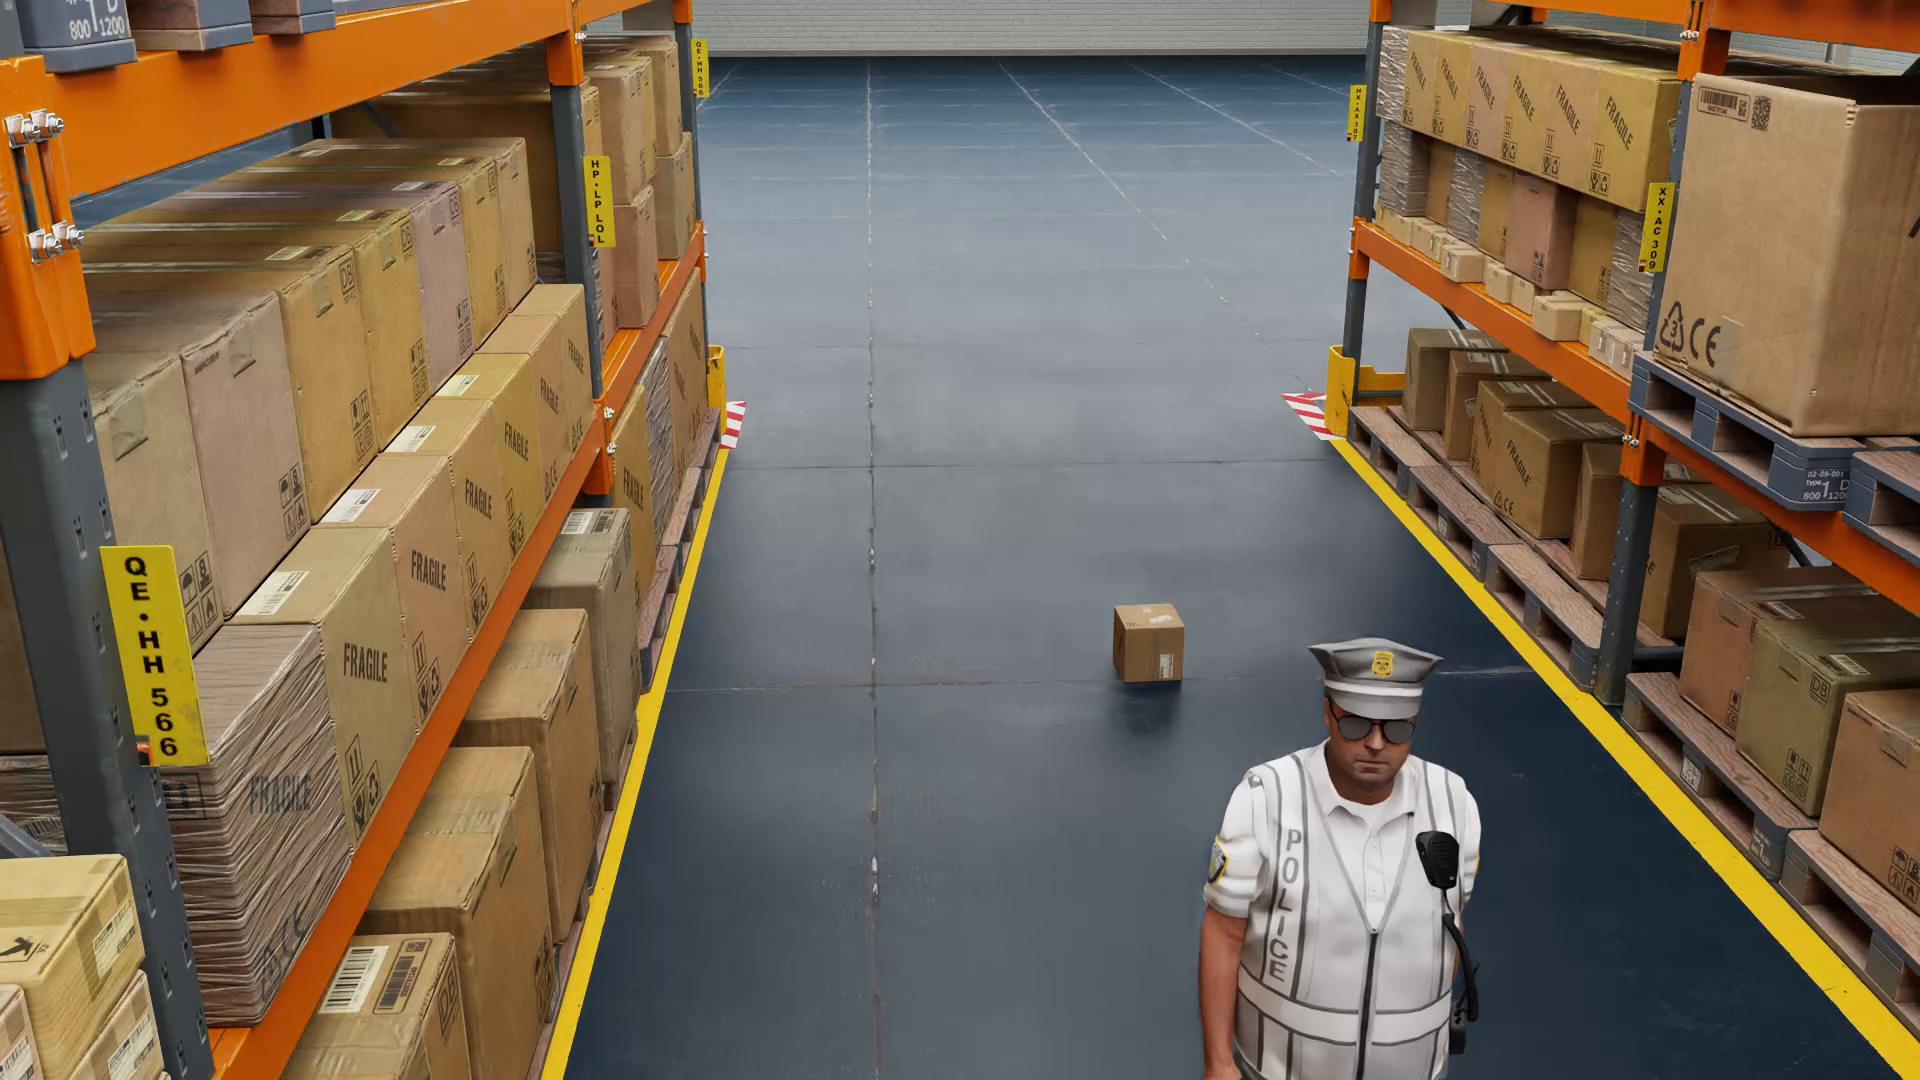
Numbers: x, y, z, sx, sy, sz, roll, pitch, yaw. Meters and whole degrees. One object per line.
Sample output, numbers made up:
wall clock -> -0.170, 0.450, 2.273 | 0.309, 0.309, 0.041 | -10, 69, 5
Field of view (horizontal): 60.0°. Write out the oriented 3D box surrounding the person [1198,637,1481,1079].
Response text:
person -> 0.740, 0.986, 3.345 | 0.540, 1.733, 0.889 | 1, 20, 2
